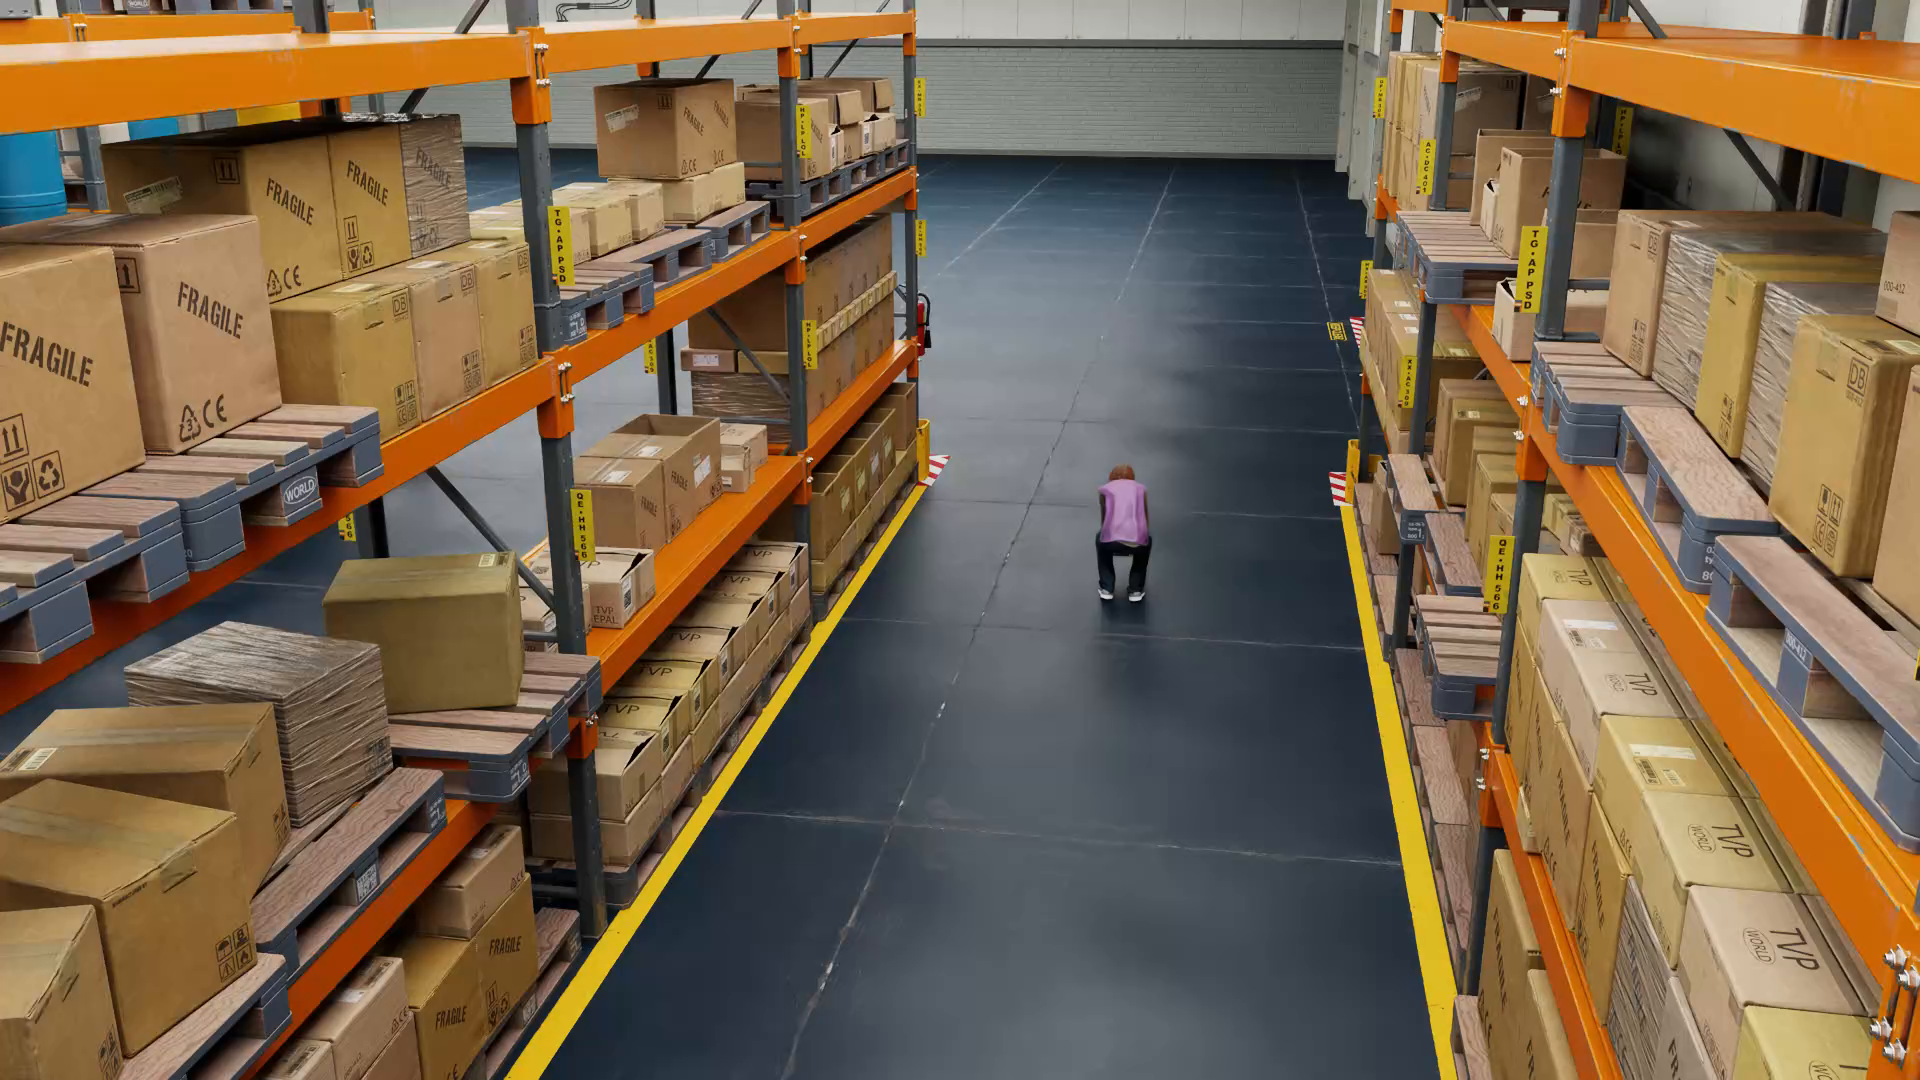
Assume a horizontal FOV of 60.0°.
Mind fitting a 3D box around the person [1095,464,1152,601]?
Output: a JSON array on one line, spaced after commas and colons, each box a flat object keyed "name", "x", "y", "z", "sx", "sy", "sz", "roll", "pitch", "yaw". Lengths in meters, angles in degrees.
[{"name": "person", "x": 1.216, "y": -0.042, "z": 12.335, "sx": 0.422, "sy": 0.895, "sz": 0.838, "roll": 2, "pitch": 18, "yaw": 7}]
